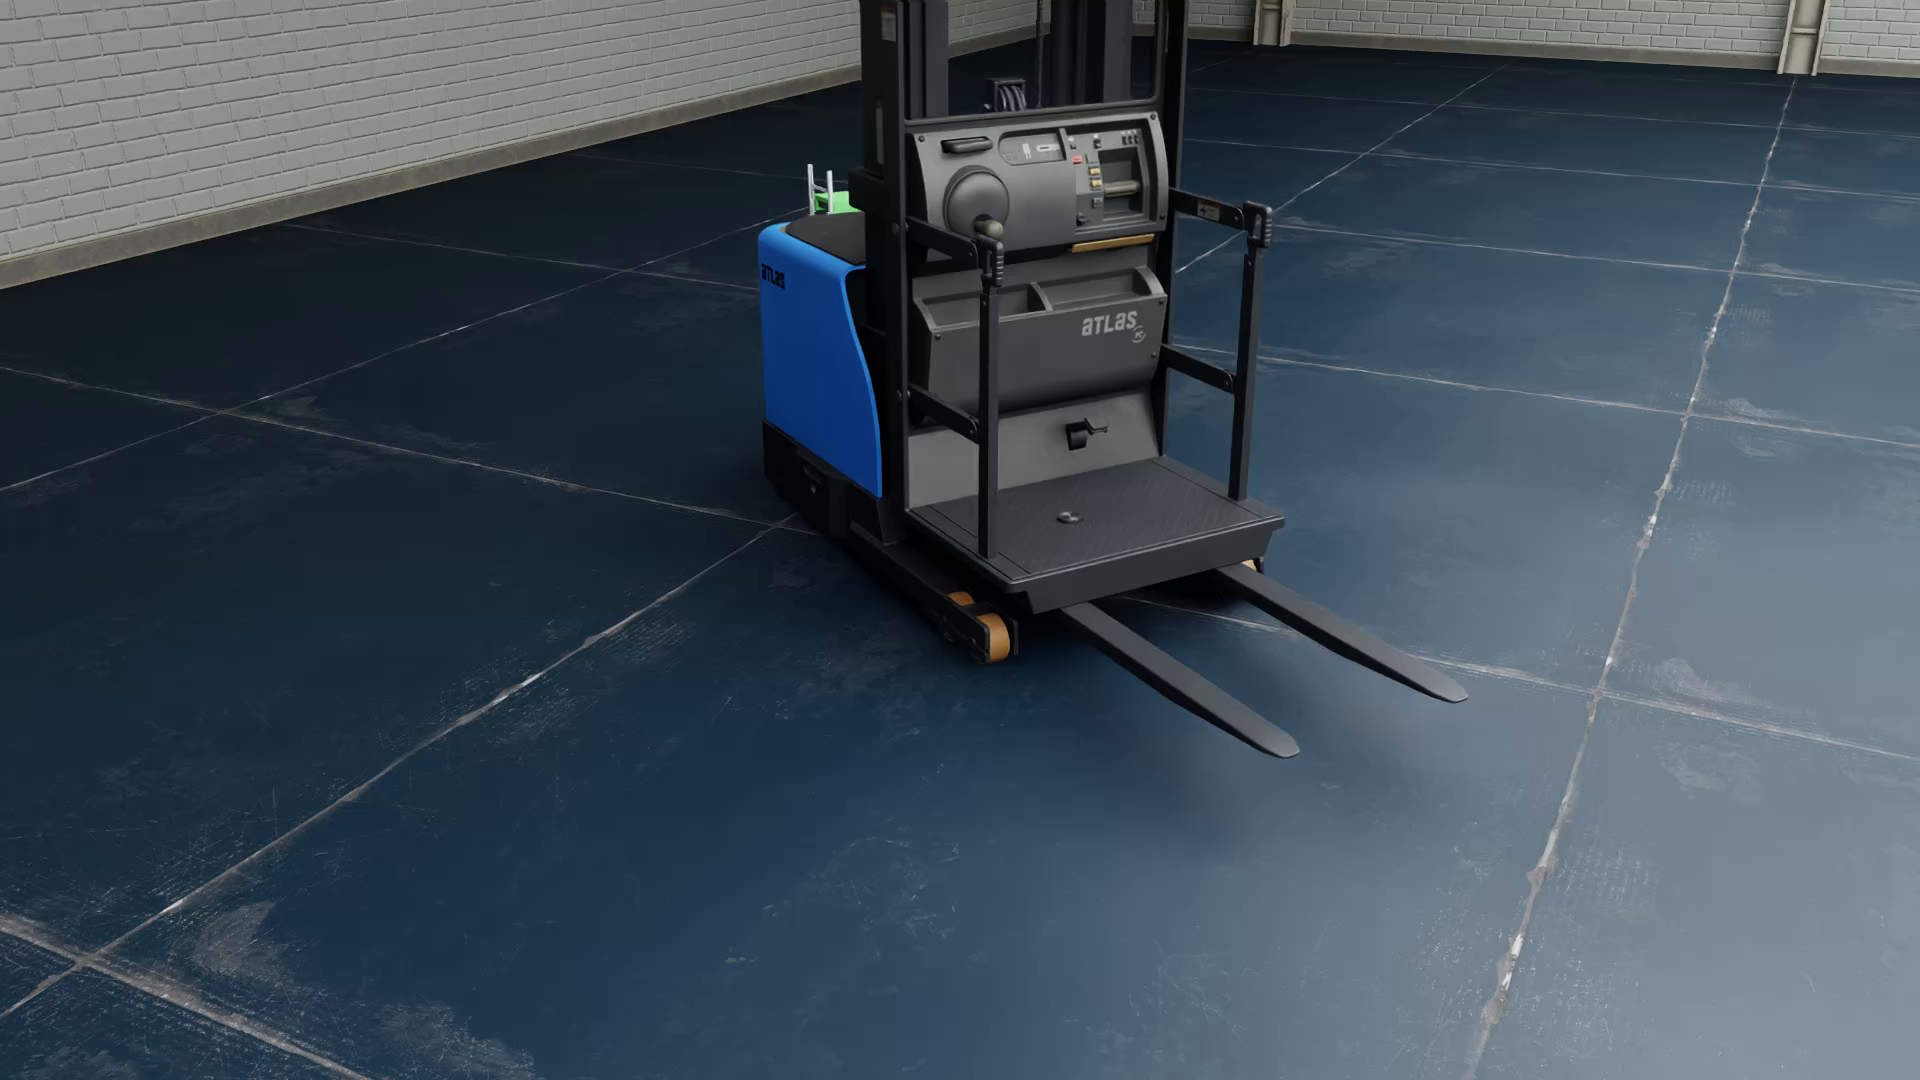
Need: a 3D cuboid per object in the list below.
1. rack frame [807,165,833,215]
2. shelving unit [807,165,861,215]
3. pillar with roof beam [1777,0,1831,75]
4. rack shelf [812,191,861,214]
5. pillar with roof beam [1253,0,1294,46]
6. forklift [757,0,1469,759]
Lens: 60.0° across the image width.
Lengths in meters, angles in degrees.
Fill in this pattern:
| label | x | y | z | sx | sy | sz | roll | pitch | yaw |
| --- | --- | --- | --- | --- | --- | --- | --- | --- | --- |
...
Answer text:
| label | x | y | z | sx | sy | sz | roll | pitch | yaw |
| --- | --- | --- | --- | --- | --- | --- | --- | --- | --- |
| rack frame | -0.552 | -0.933 | 6.894 | 0.015 | 1.200 | 0.240 | -10 | 22 | -23 |
| shelving unit | -0.332 | -0.974 | 6.990 | 0.503 | 1.200 | 0.258 | -10 | 22 | -23 |
| pillar with roof beam | 7.330 | -7.814 | 13.126 | 0.400 | 9.000 | 9.100 | 11 | 25 | 25 |
| rack shelf | -0.341 | -1.364 | 6.846 | 0.480 | 0.148 | 0.258 | -10 | 22 | -23 |
| pillar with roof beam | 1.976 | -8.874 | 15.617 | 0.400 | 9.000 | 9.100 | 11 | 25 | 25 |
| forklift | 0.383 | -1.153 | 5.217 | 1.130 | 2.935 | 3.031 | -13 | 26 | -27 |
